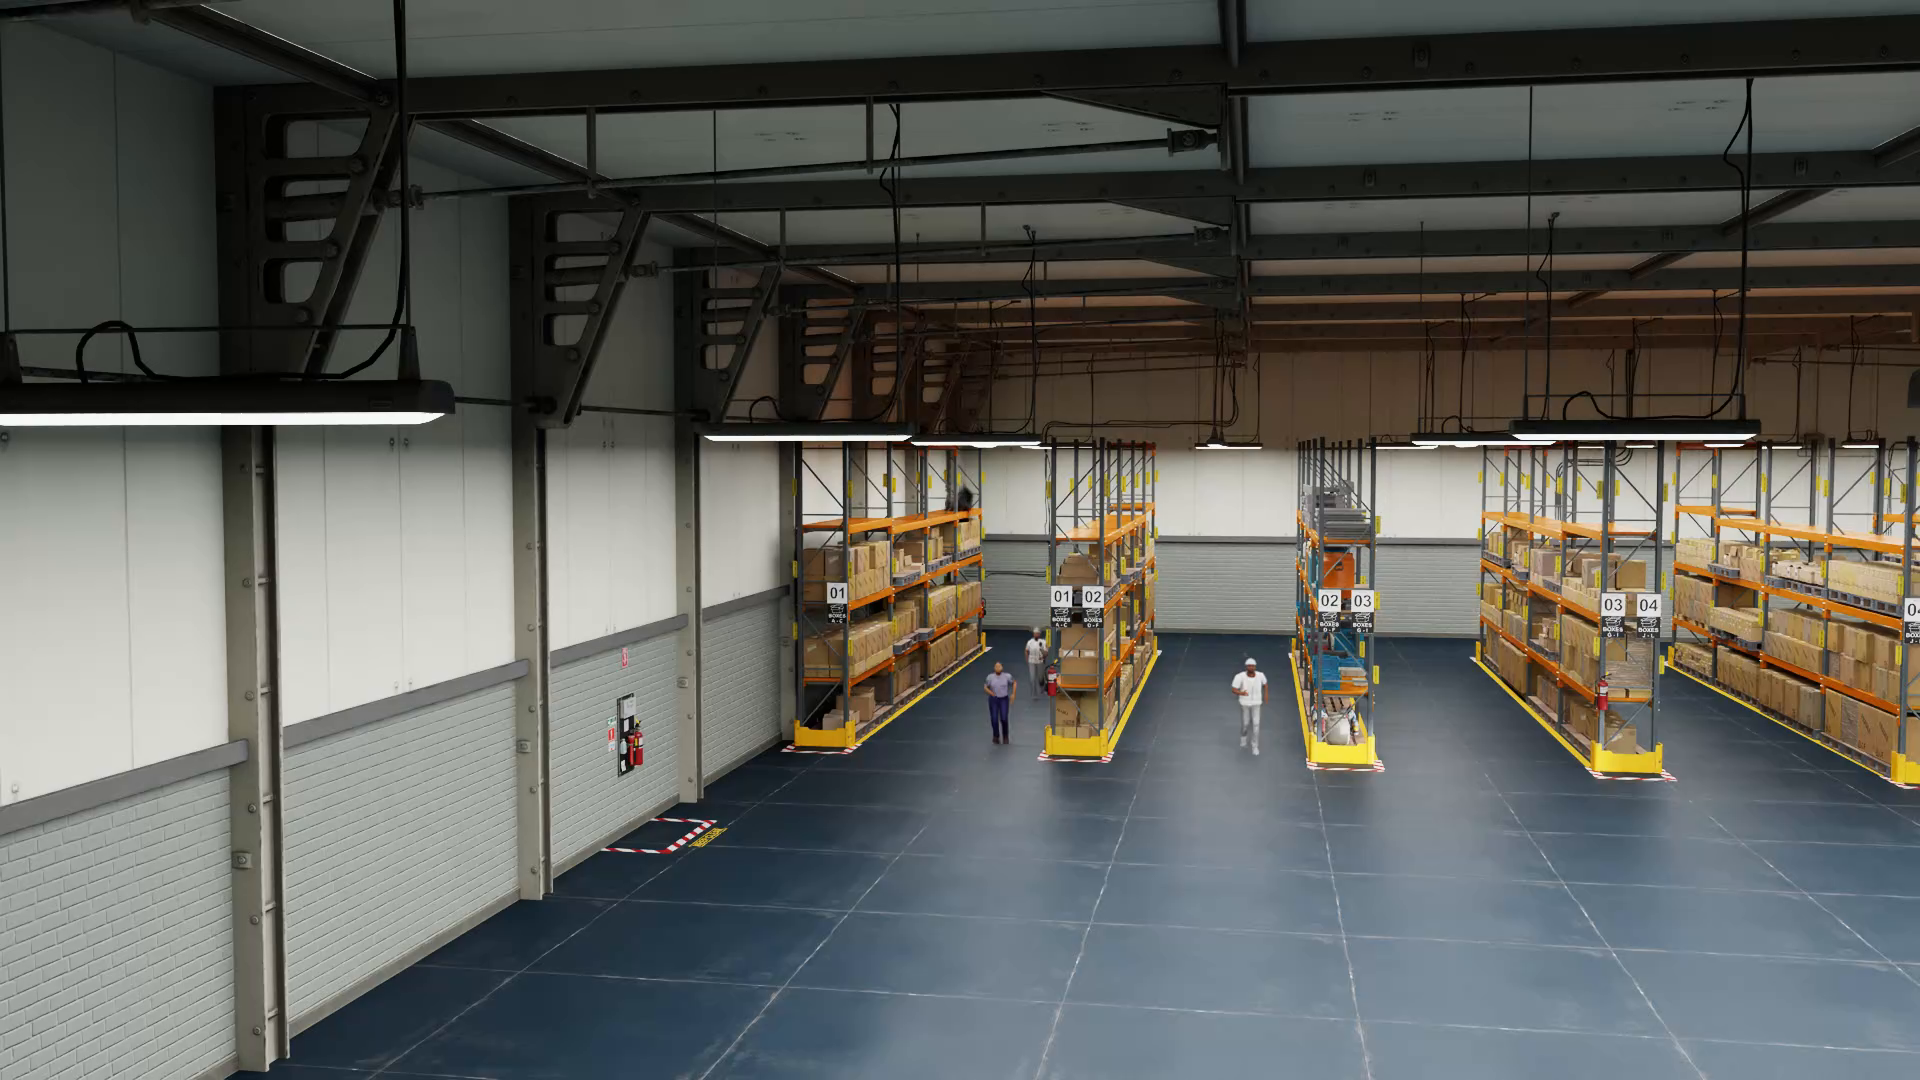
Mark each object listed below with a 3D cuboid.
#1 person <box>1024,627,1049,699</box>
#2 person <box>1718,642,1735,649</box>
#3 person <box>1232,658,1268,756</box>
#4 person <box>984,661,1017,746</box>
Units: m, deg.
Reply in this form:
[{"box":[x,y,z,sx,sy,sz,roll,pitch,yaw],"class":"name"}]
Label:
[{"box":[1.770,2.847,38.657,0.580,1.654,0.701,1,3,10],"class":"person"},{"box":[20.818,2.477,45.215,0.754,1.703,0.733,-2,3,-27],"class":"person"},{"box":[5.543,3.155,31.759,0.720,1.813,0.836,0,3,1],"class":"person"},{"box":[0.775,3.202,32.465,0.633,1.676,0.673,0,3,5],"class":"person"}]
